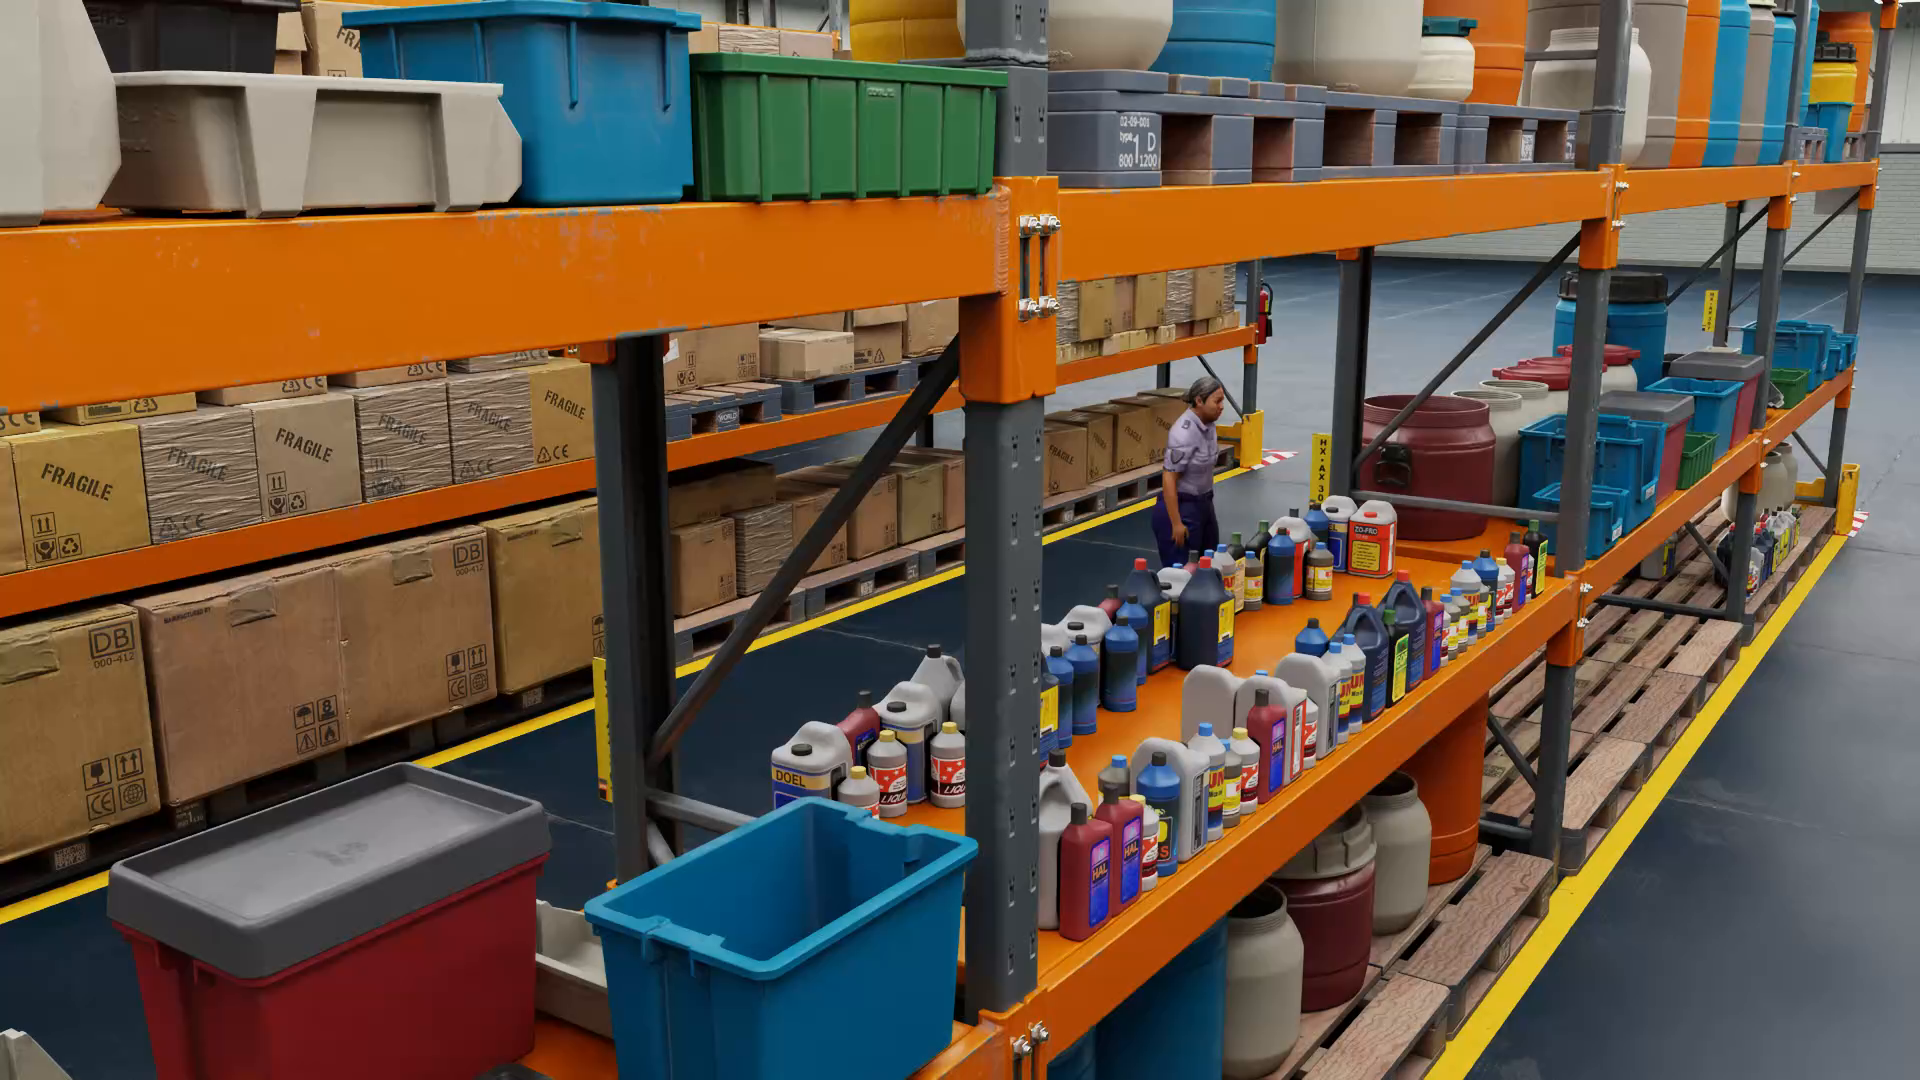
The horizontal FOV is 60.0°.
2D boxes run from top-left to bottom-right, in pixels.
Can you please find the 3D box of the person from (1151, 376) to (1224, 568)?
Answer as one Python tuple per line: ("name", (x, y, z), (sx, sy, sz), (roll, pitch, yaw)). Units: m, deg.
("person", (1.332, -0.111, 9.479), (0.424, 1.650, 0.547), (8, 15, 31))
